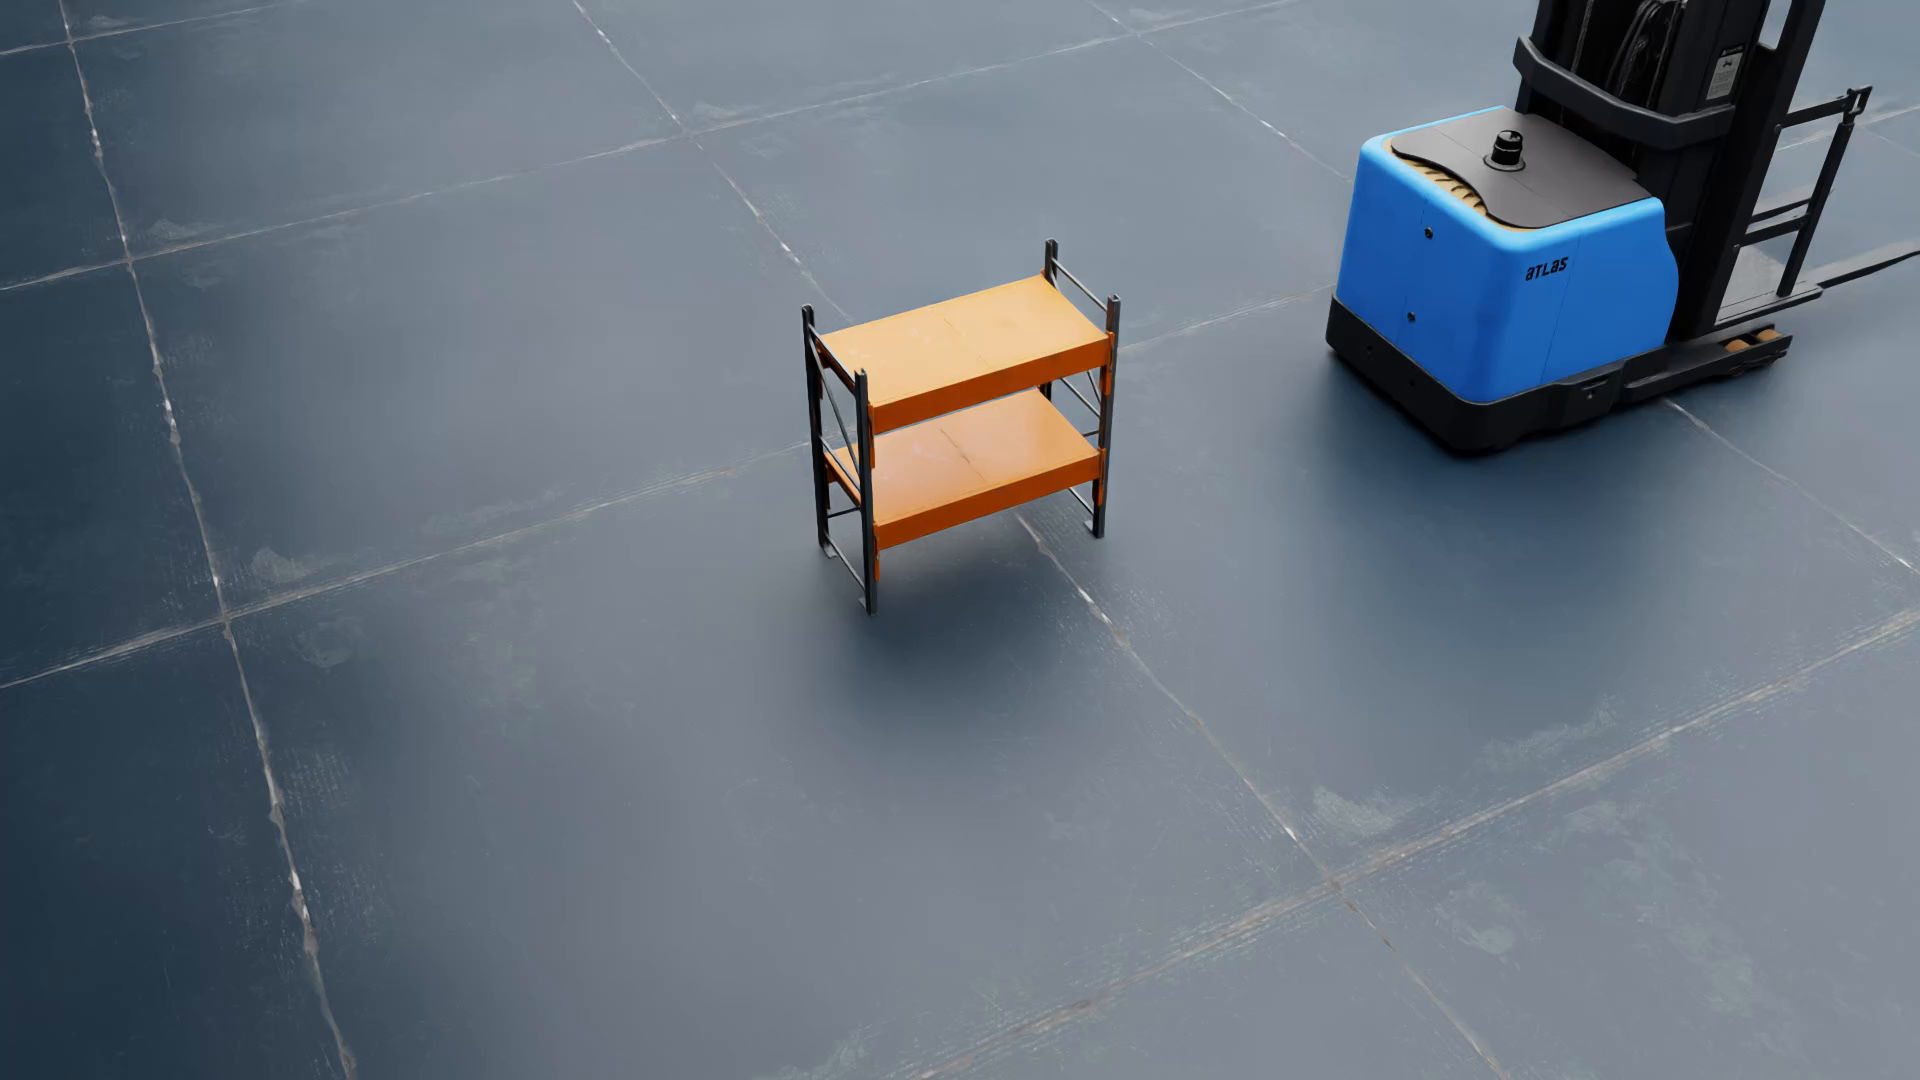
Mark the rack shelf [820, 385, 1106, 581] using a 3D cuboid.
[{"bbox_3d":[0.006,-0.245,6.547,1.000,0.278,0.538,-19,44,-21],"label":"rack shelf"}]

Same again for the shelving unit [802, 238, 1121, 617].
[{"bbox_3d":[0.006,-0.431,6.389,1.048,1.125,0.538,-19,44,-21],"label":"shelving unit"}]

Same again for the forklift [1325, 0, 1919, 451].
[{"bbox_3d":[3.255,-2.158,7.031,3.031,2.935,1.130,-18,43,-20],"label":"forklift"}]

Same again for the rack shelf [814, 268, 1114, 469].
[{"bbox_3d":[0.006,-0.655,6.200,1.000,0.278,0.538,-19,44,-21],"label":"rack shelf"}]

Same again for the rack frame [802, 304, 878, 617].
[{"bbox_3d":[-0.445,-0.280,6.210,0.032,1.125,0.500,-19,44,-21],"label":"rack frame"}]

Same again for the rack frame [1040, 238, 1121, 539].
[{"bbox_3d":[0.457,-0.583,6.568,0.032,1.125,0.500,-19,44,-21],"label":"rack frame"}]
